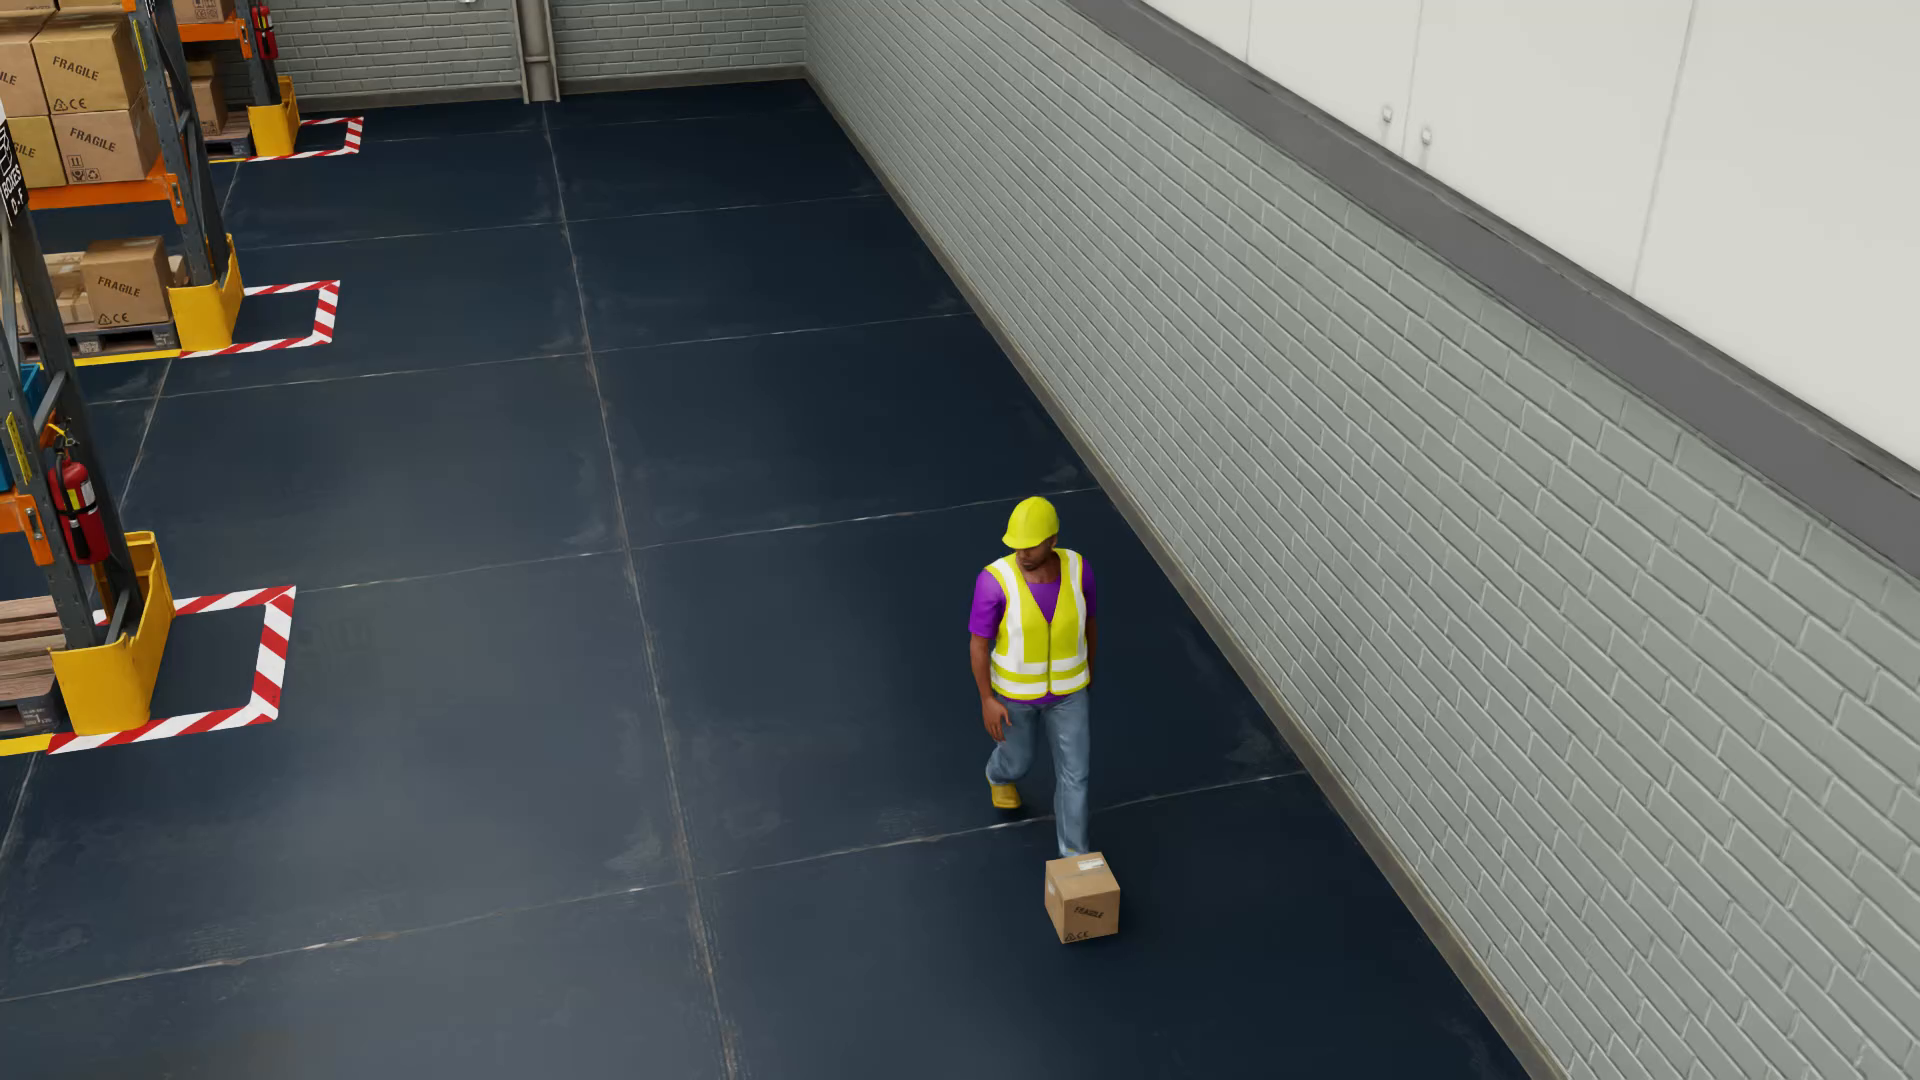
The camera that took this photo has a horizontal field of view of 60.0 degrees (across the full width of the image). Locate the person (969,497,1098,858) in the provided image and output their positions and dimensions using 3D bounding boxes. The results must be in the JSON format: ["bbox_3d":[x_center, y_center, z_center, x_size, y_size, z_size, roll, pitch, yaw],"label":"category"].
[{"bbox_3d":[0.359,0.662,7.117,0.596,1.716,0.969,-6,31,-11],"label":"person"}]
